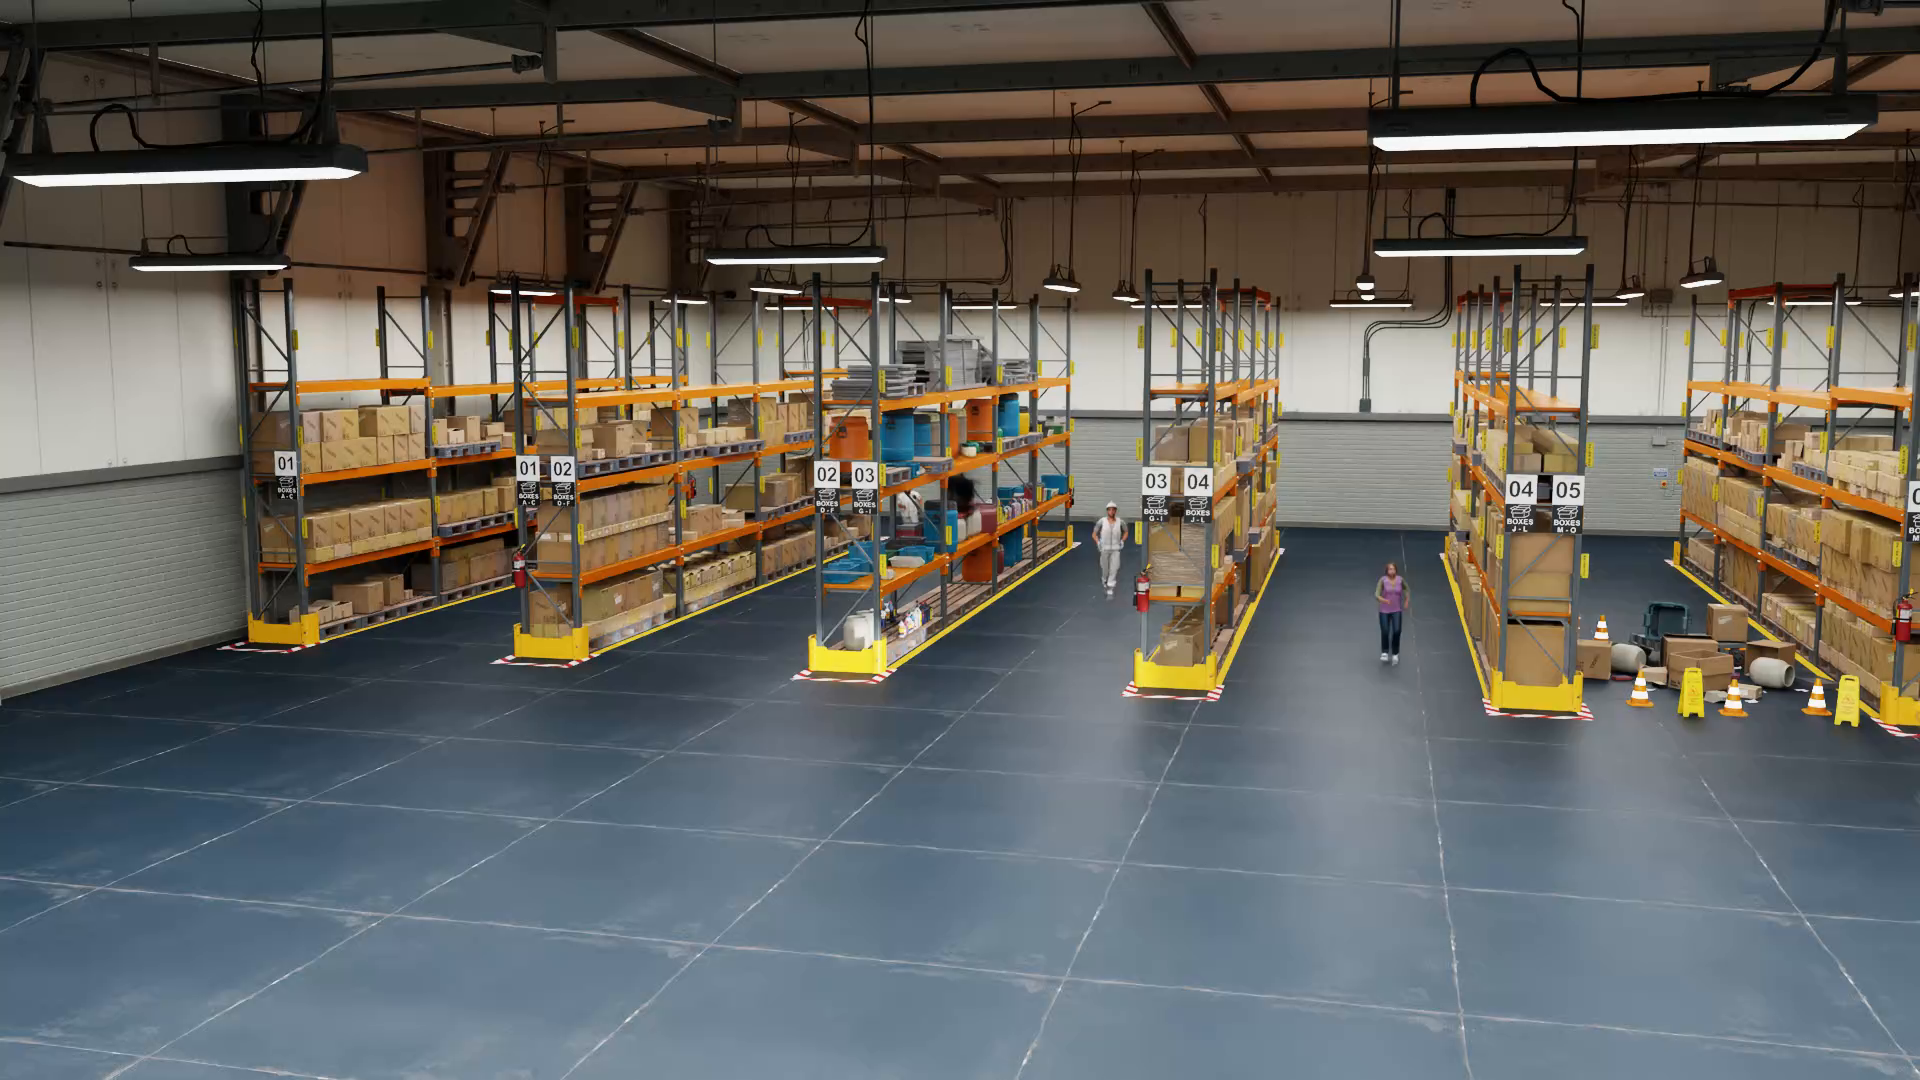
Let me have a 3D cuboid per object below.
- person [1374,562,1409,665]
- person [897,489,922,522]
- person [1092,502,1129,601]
[{"bbox_3d":[6.683,1.154,25.738,0.558,1.607,0.673,1,7,7],"label":"person"},{"bbox_3d":[-1.203,-0.531,39.503,0.569,1.739,0.770,1,7,8],"label":"person"},{"bbox_3d":[2.755,0.202,30.329,0.674,1.775,0.729,0,7,0],"label":"person"}]
